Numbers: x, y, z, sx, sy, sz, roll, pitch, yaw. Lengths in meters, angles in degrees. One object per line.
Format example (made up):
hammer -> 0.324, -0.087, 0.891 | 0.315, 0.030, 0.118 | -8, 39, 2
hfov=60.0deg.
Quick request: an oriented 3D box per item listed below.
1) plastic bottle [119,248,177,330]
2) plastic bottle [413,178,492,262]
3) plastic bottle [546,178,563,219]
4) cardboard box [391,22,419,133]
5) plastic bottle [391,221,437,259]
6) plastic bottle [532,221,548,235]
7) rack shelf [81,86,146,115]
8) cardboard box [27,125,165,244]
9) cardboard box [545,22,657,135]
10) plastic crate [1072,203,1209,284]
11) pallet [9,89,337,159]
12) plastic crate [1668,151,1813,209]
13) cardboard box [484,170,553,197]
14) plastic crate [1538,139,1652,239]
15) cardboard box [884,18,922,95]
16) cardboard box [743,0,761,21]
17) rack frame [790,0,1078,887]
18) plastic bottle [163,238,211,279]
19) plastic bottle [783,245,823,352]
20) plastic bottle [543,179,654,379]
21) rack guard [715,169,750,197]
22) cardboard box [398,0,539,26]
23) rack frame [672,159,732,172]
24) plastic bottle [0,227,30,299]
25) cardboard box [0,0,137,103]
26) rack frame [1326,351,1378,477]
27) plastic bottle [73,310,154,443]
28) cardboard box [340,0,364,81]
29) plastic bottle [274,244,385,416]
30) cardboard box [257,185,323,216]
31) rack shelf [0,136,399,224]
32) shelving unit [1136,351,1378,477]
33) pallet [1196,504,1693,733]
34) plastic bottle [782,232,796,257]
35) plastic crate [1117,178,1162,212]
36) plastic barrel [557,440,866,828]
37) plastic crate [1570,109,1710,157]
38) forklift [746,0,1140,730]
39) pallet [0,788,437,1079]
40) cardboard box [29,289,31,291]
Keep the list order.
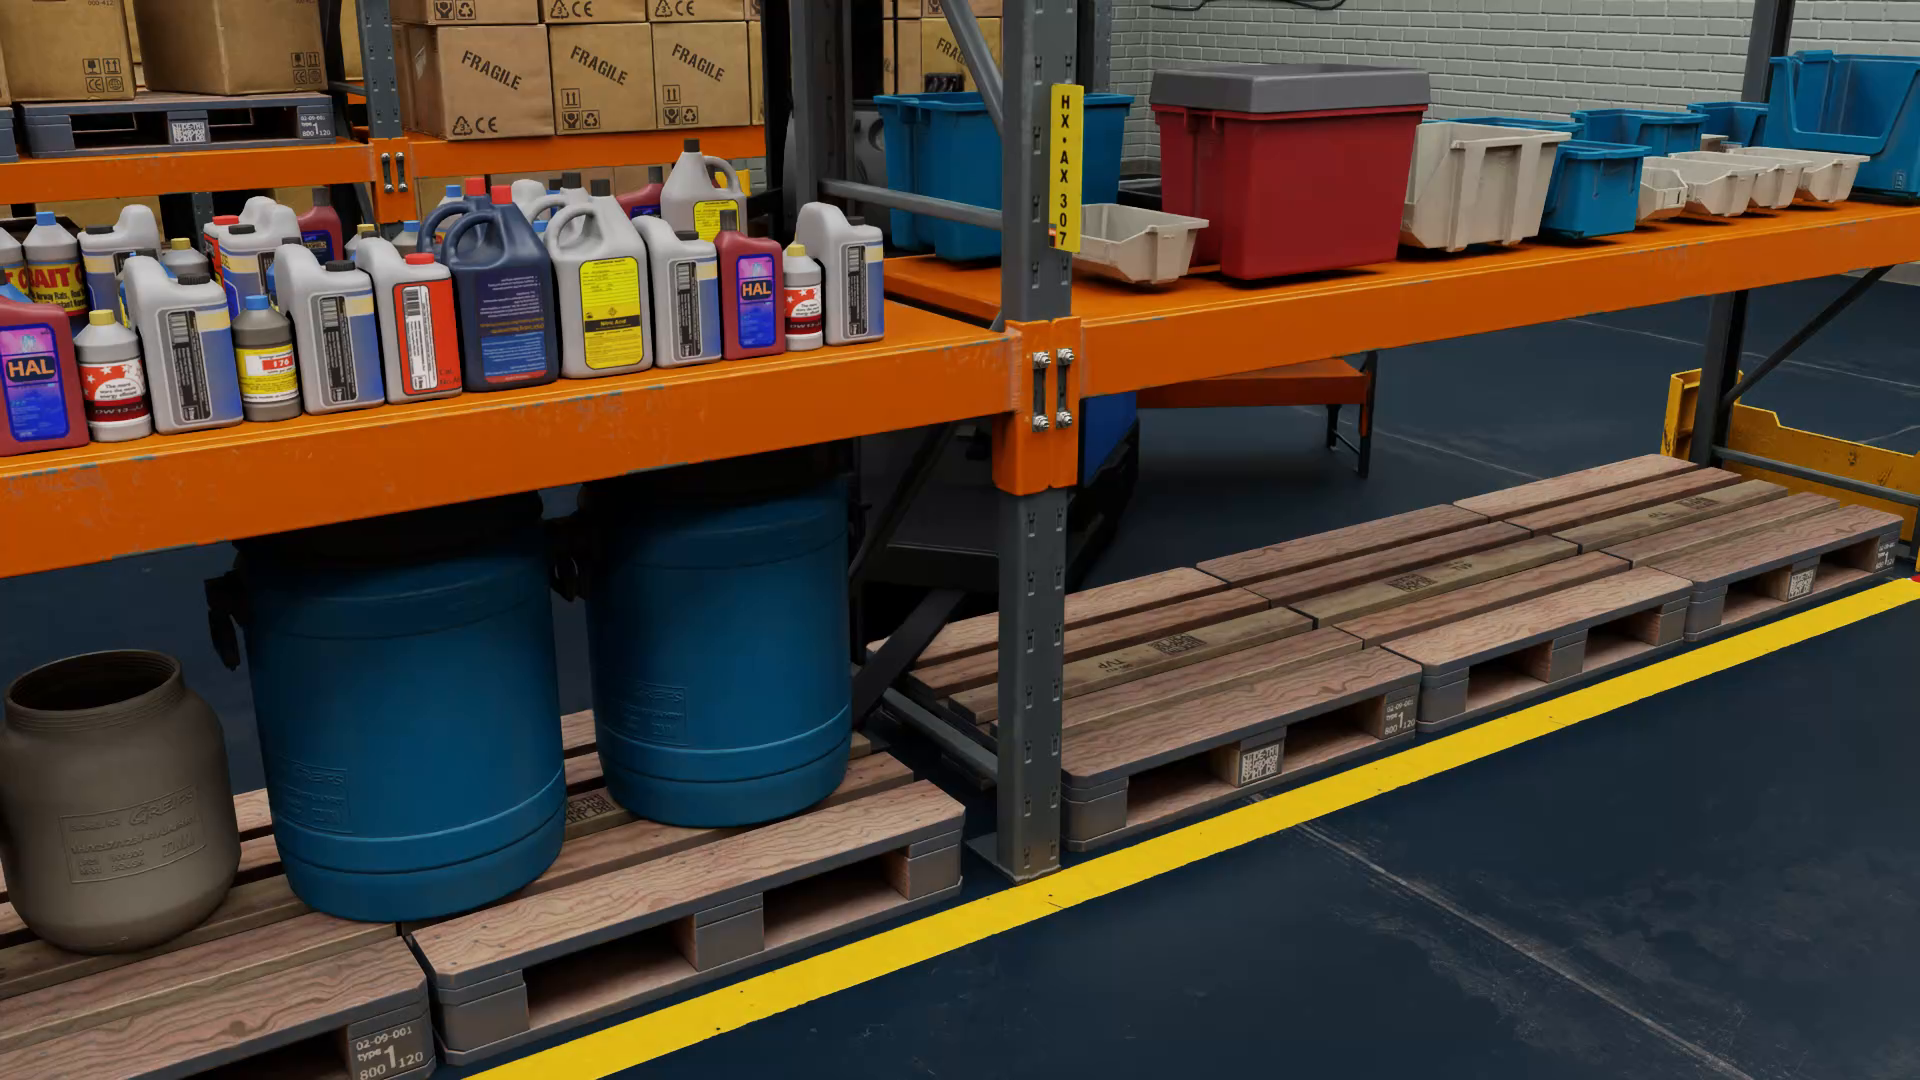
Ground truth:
plastic bottle -> -1.357, -0.356, 2.814 | 0.097, 0.271, 0.097 | 0, 19, 0
plastic bottle -> -0.910, -0.493, 3.098 | 0.185, 0.351, 0.144 | -12, 22, -31
plastic bottle -> -0.909, -0.683, 3.782 | 0.097, 0.271, 0.097 | 0, 19, 0
cardboard box -> -2.534, -2.290, 8.178 | 0.500, 0.500, 0.500 | -11, 22, -31
plastic bottle -> -1.184, -0.592, 3.622 | 0.097, 0.201, 0.097 | 0, 19, 0
plastic bottle -> -0.907, -0.592, 3.622 | 0.097, 0.201, 0.097 | 0, 19, 0
rack shelf -> -7.208, -2.717, 10.721 | 4.000, 0.370, 1.077 | -12, 22, -31
cardboard box -> -6.009, -2.441, 11.484 | 0.750, 0.750, 0.750 | -12, 22, -31
cardboard box -> -1.809, -2.241, 8.034 | 0.500, 0.500, 0.500 | -11, 22, -30
plastic crate -> 0.378, -0.707, 3.972 | 0.243, 0.136, 0.396 | -12, 22, -31
pallet -> -3.538, -1.883, 7.432 | 1.213, 0.211, 1.003 | -12, 22, -31
plastic crate -> 2.420, -1.129, 5.219 | 0.243, 0.136, 0.396 | -12, 22, -31
cardboard box -> -3.564, -2.803, 13.098 | 0.500, 0.500, 0.700 | -13, 22, -33
plastic crate -> 1.677, -0.984, 4.638 | 0.300, 0.233, 0.416 | -12, 22, -31
cardboard box -> -0.545, -2.507, 8.821 | 0.500, 0.500, 0.500 | -12, 22, -31
cardboard box -> -0.971, -2.887, 8.384 | 0.500, 0.500, 0.500 | -11, 22, -30
rack frame -> -0.089, -0.760, 3.810 | 0.127, 3.000, 1.000 | -12, 22, -31
plastic bottle -> -1.570, -0.510, 3.381 | 0.097, 0.201, 0.097 | 0, 19, 0
plastic bottle -> -0.322, -0.482, 3.298 | 0.097, 0.201, 0.097 | 0, 19, 0
plastic bottle -> -0.677, -0.487, 3.080 | 0.185, 0.351, 0.144 | -12, 22, -31
rack guard -> -2.177, -2.935, 14.145 | 0.348, 0.500, 1.175 | -12, 22, -31
cardboard box -> -2.262, -2.615, 7.578 | 0.500, 0.500, 0.500 | -11, 22, -30
rack frame -> -2.197, -4.115, 13.732 | 0.127, 3.000, 1.000 | -12, 22, -31
plastic bottle -> -1.845, -0.485, 3.198 | 0.097, 0.271, 0.097 | 0, 19, 0
cardboard box -> -3.868, -2.170, 7.169 | 0.500, 0.500, 0.700 | -8, 20, -23
rack frame -> 1.690, -0.881, 7.093 | 0.032, 1.125, 0.500 | -2, 19, -5
plastic bottle -> -1.355, -0.265, 2.654 | 0.097, 0.201, 0.097 | 0, 19, 0
cardboard box -> -4.463, -3.771, 12.246 | 0.700, 0.700, 0.980 | -13, 22, -33
plastic bottle -> -1.079, -0.369, 2.845 | 0.135, 0.276, 0.152 | -12, 22, -31
cardboard box -> -4.857, -2.529, 12.290 | 0.500, 0.500, 0.700 | -12, 22, -31
rack shelf -> -4.481, -1.393, 6.804 | 4.000, 0.370, 1.077 | -12, 22, -31
shelving unit -> 1.184, -0.866, 7.050 | 1.048, 1.125, 0.538 | -2, 19, -5
pallet -> 1.524, 0.205, 5.310 | 1.213, 0.211, 1.003 | -12, 22, -31
plastic bottle -> -0.325, -0.540, 3.470 | 0.097, 0.201, 0.097 | 0, 19, 0
plastic crate -> 0.698, -0.927, 4.640 | 0.590, 0.125, 0.437 | -12, 22, -31
plastic barrel -> -0.553, 0.126, 3.809 | 0.708, 0.901, 0.600 | -12, 22, -31
plastic crate -> 2.315, -1.342, 5.700 | 0.300, 0.233, 0.416 | -12, 22, -31
forklift -> -0.186, -1.190, 5.187 | 1.130, 2.935, 3.031 | 5, 19, 16
pallet -> -1.776, 0.902, 3.248 | 1.213, 0.211, 1.003 | -12, 22, -31
cardboard box -> -4.209, -0.907, 7.460 | 0.500, 0.500, 0.500 | -12, 22, -31
